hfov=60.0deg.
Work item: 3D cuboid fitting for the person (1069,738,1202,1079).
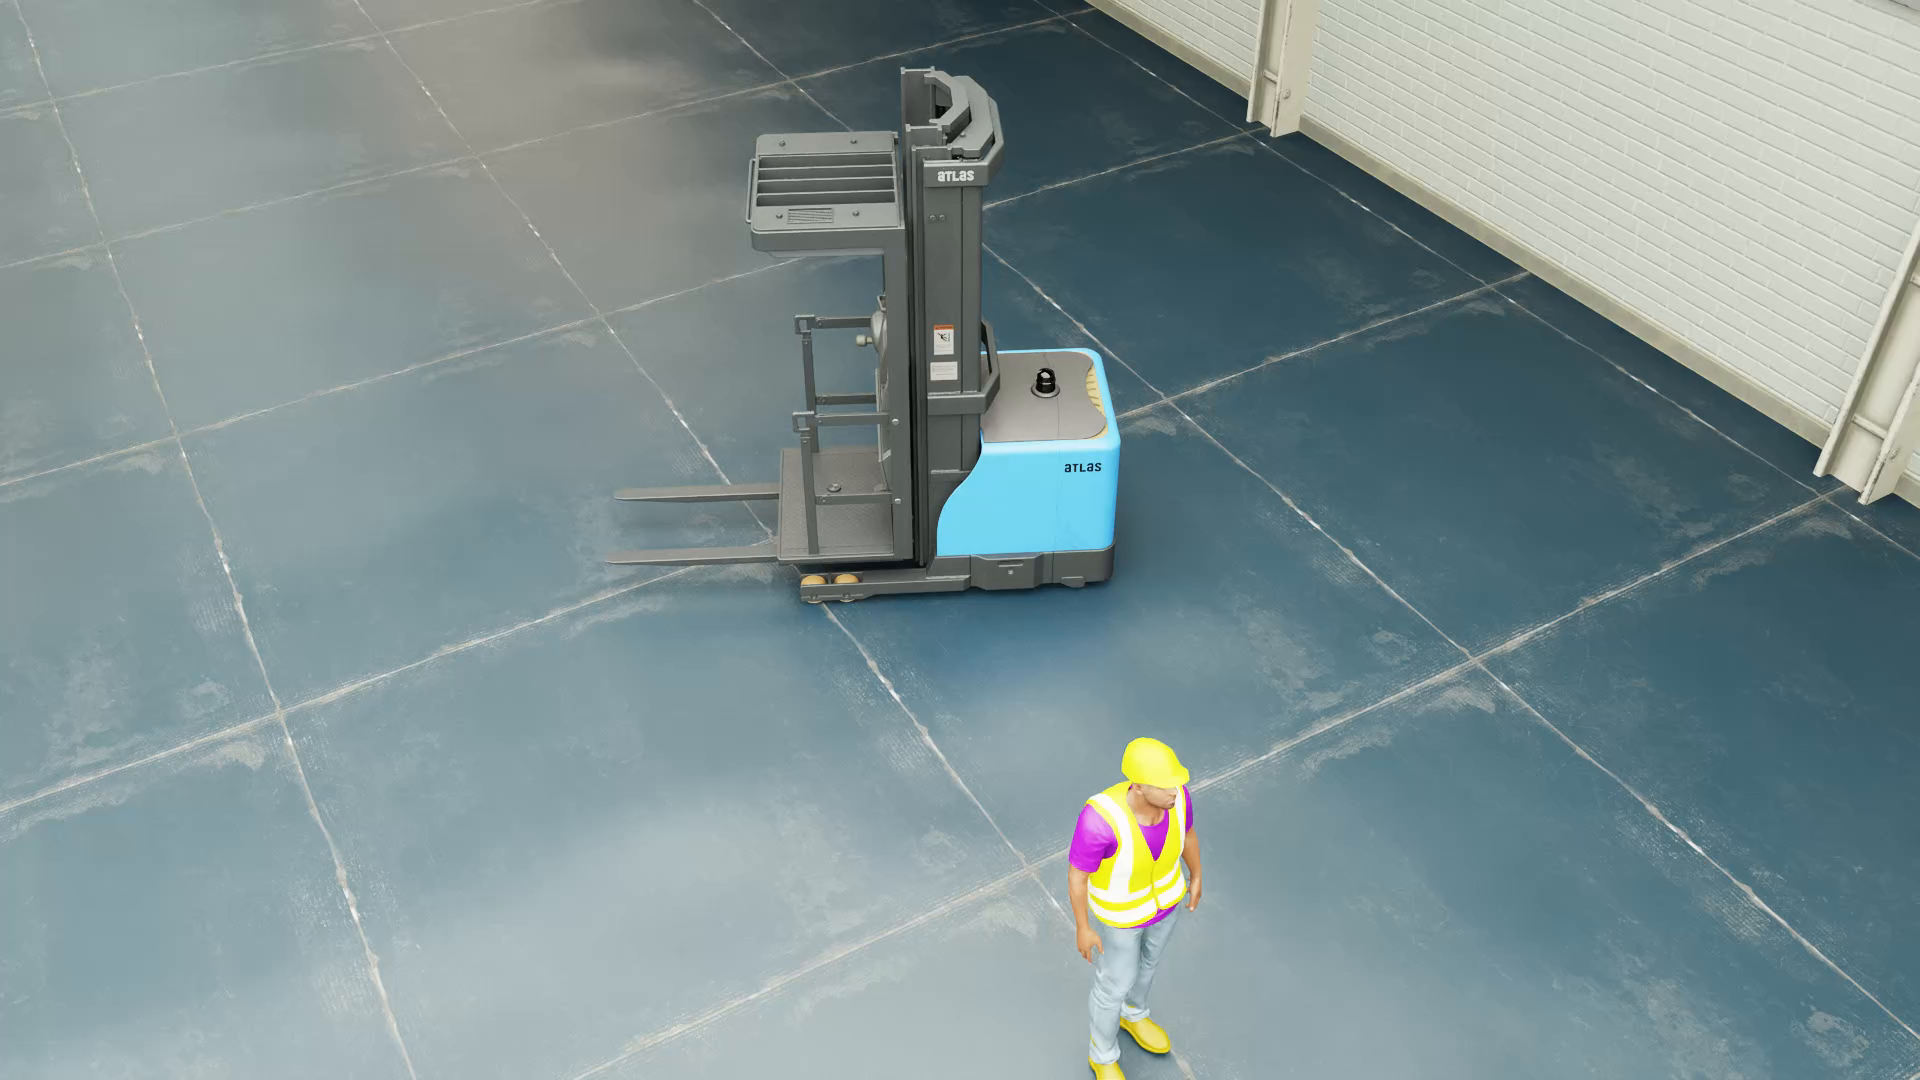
[{"bbox_3d":[0.793,1.575,7.038,0.665,1.765,0.577,-23,45,-25],"label":"person"}]

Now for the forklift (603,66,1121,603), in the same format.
[{"bbox_3d":[-0.618,-1.103,9.366,3.031,2.935,1.130,-2,40,-3],"label":"forklift"}]
